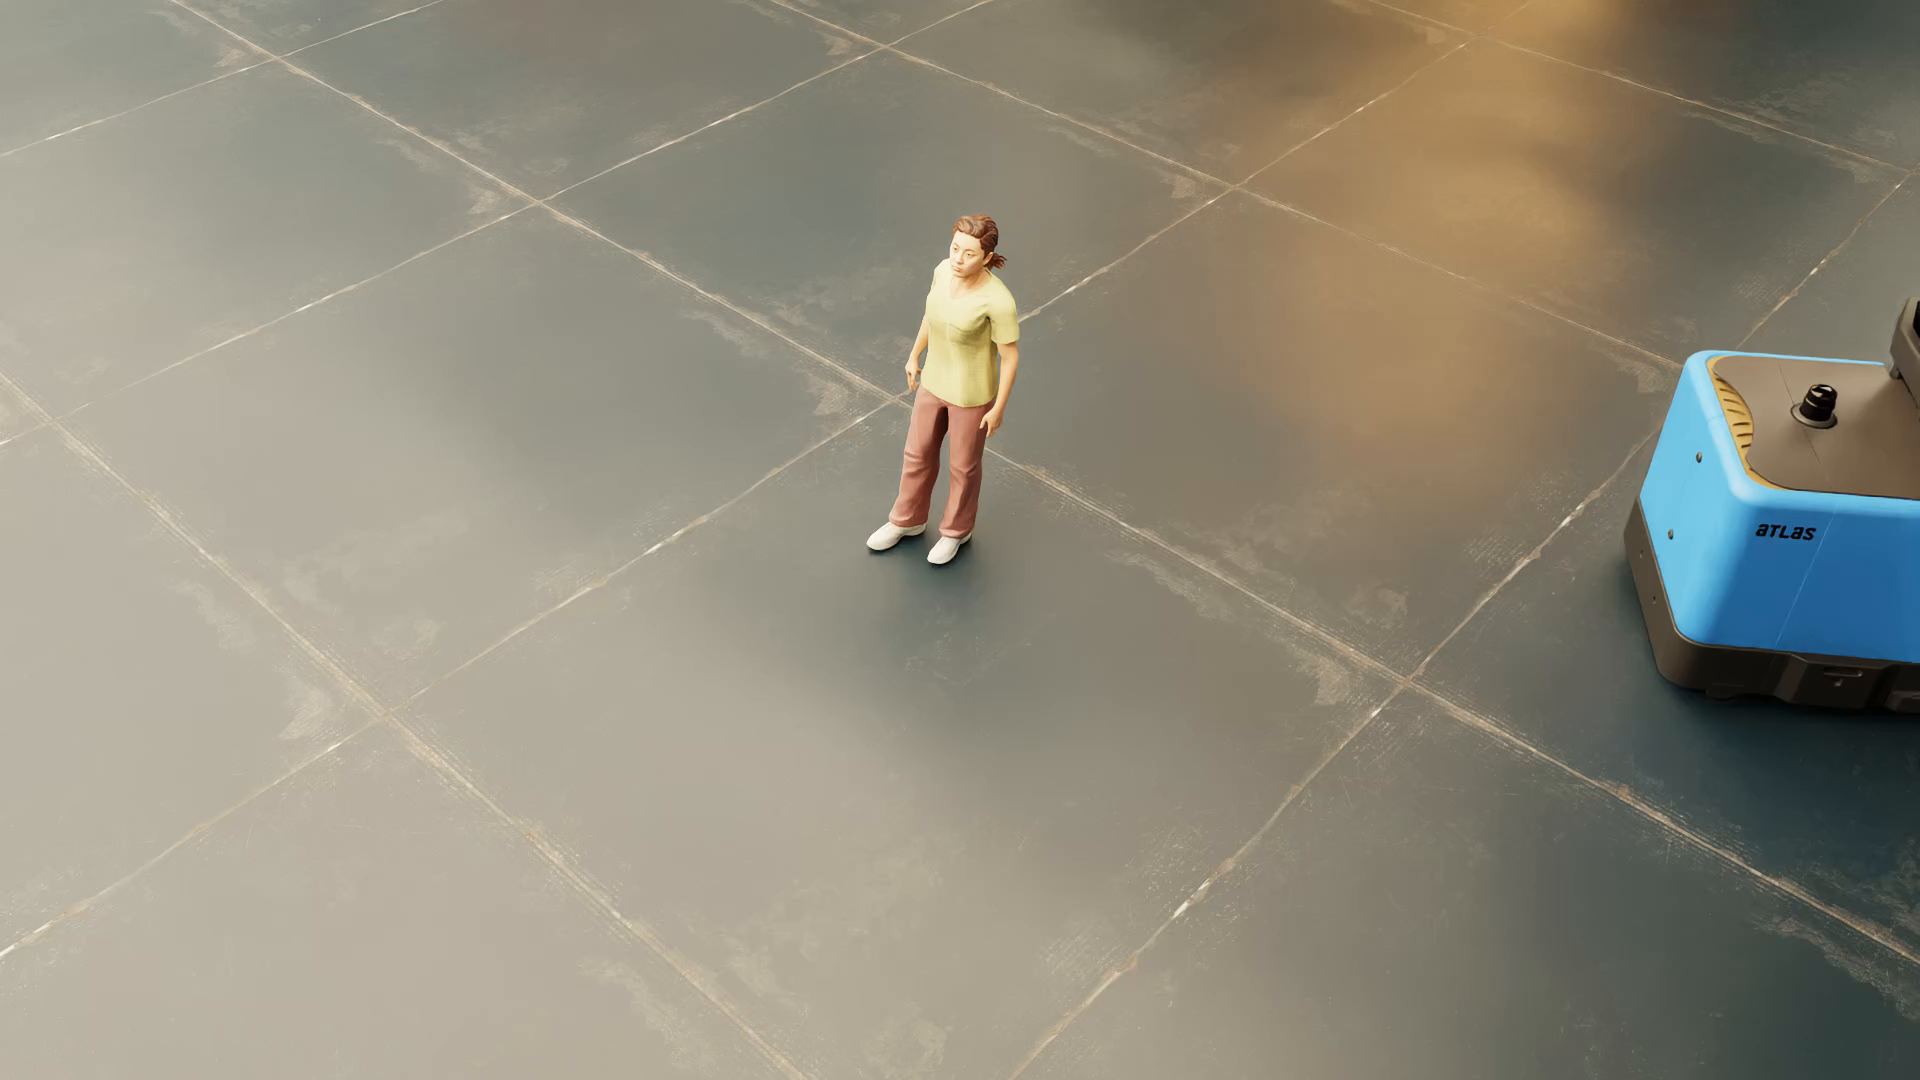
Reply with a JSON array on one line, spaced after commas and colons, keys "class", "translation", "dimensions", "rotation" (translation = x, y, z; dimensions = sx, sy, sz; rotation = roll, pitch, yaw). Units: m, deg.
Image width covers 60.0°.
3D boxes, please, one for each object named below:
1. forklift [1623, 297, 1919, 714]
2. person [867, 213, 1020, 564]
[{"class": "forklift", "translation": [4.471, -0.667, 6.206], "dimensions": [3.031, 2.935, 1.130], "rotation": [5, 41, 6]}, {"class": "person", "translation": [-0.059, -0.611, 7.093], "dimensions": [0.553, 1.673, 0.548], "rotation": [31, 49, 31]}]
